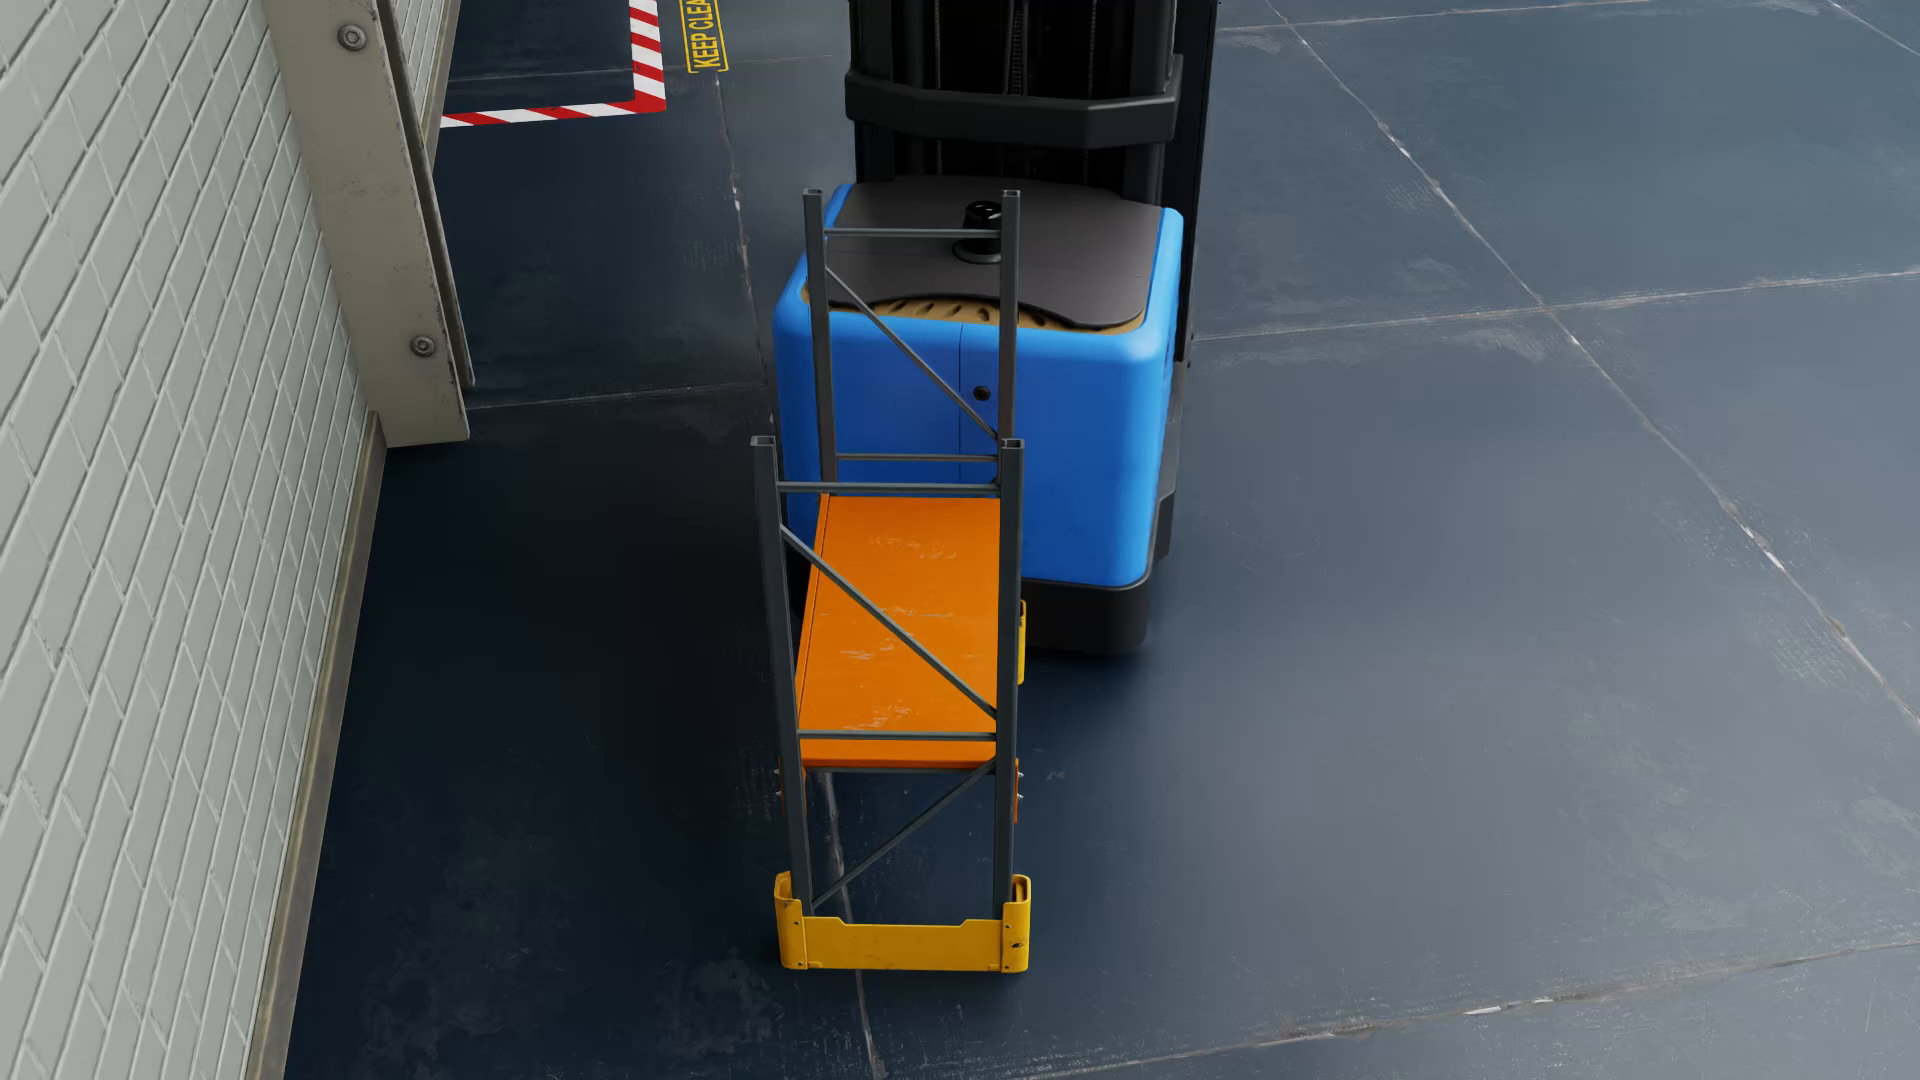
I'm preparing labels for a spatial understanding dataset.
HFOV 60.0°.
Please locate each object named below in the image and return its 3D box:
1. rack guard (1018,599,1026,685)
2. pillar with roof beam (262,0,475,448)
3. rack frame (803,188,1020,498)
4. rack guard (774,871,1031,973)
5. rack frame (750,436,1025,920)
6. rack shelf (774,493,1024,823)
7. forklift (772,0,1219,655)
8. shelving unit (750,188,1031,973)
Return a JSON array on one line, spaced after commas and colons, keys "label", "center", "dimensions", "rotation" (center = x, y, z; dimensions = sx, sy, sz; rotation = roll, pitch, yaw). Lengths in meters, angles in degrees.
[{"label": "rack guard", "center": [-0.112, 0.284, 4.680], "dimensions": [0.587, 0.250, 0.087], "rotation": [1, 38, 1]}, {"label": "pillar with roof beam", "center": [2.370, -4.463, 3.660], "dimensions": [9.100, 9.000, 0.400], "rotation": [-6, 38, -8]}, {"label": "rack frame", "center": [-0.112, -0.210, 4.298], "dimensions": [0.500, 1.500, 0.032], "rotation": [1, 38, 1]}, {"label": "rack guard", "center": [-0.132, 0.895, 3.894], "dimensions": [0.587, 0.250, 0.087], "rotation": [1, 38, 1]}, {"label": "rack frame", "center": [-0.132, 0.414, 3.495], "dimensions": [0.500, 1.500, 0.032], "rotation": [1, 38, 1]}, {"label": "rack shelf", "center": [-0.122, 0.244, 4.007], "dimensions": [0.538, 0.185, 1.000], "rotation": [1, 38, 1]}, {"label": "forklift", "center": [0.256, -1.734, 5.093], "dimensions": [1.130, 2.935, 3.031], "rotation": [6, 38, 8]}, {"label": "shelving unit", "center": [-0.122, 0.096, 3.903], "dimensions": [0.587, 1.500, 1.083], "rotation": [1, 38, 1]}]
